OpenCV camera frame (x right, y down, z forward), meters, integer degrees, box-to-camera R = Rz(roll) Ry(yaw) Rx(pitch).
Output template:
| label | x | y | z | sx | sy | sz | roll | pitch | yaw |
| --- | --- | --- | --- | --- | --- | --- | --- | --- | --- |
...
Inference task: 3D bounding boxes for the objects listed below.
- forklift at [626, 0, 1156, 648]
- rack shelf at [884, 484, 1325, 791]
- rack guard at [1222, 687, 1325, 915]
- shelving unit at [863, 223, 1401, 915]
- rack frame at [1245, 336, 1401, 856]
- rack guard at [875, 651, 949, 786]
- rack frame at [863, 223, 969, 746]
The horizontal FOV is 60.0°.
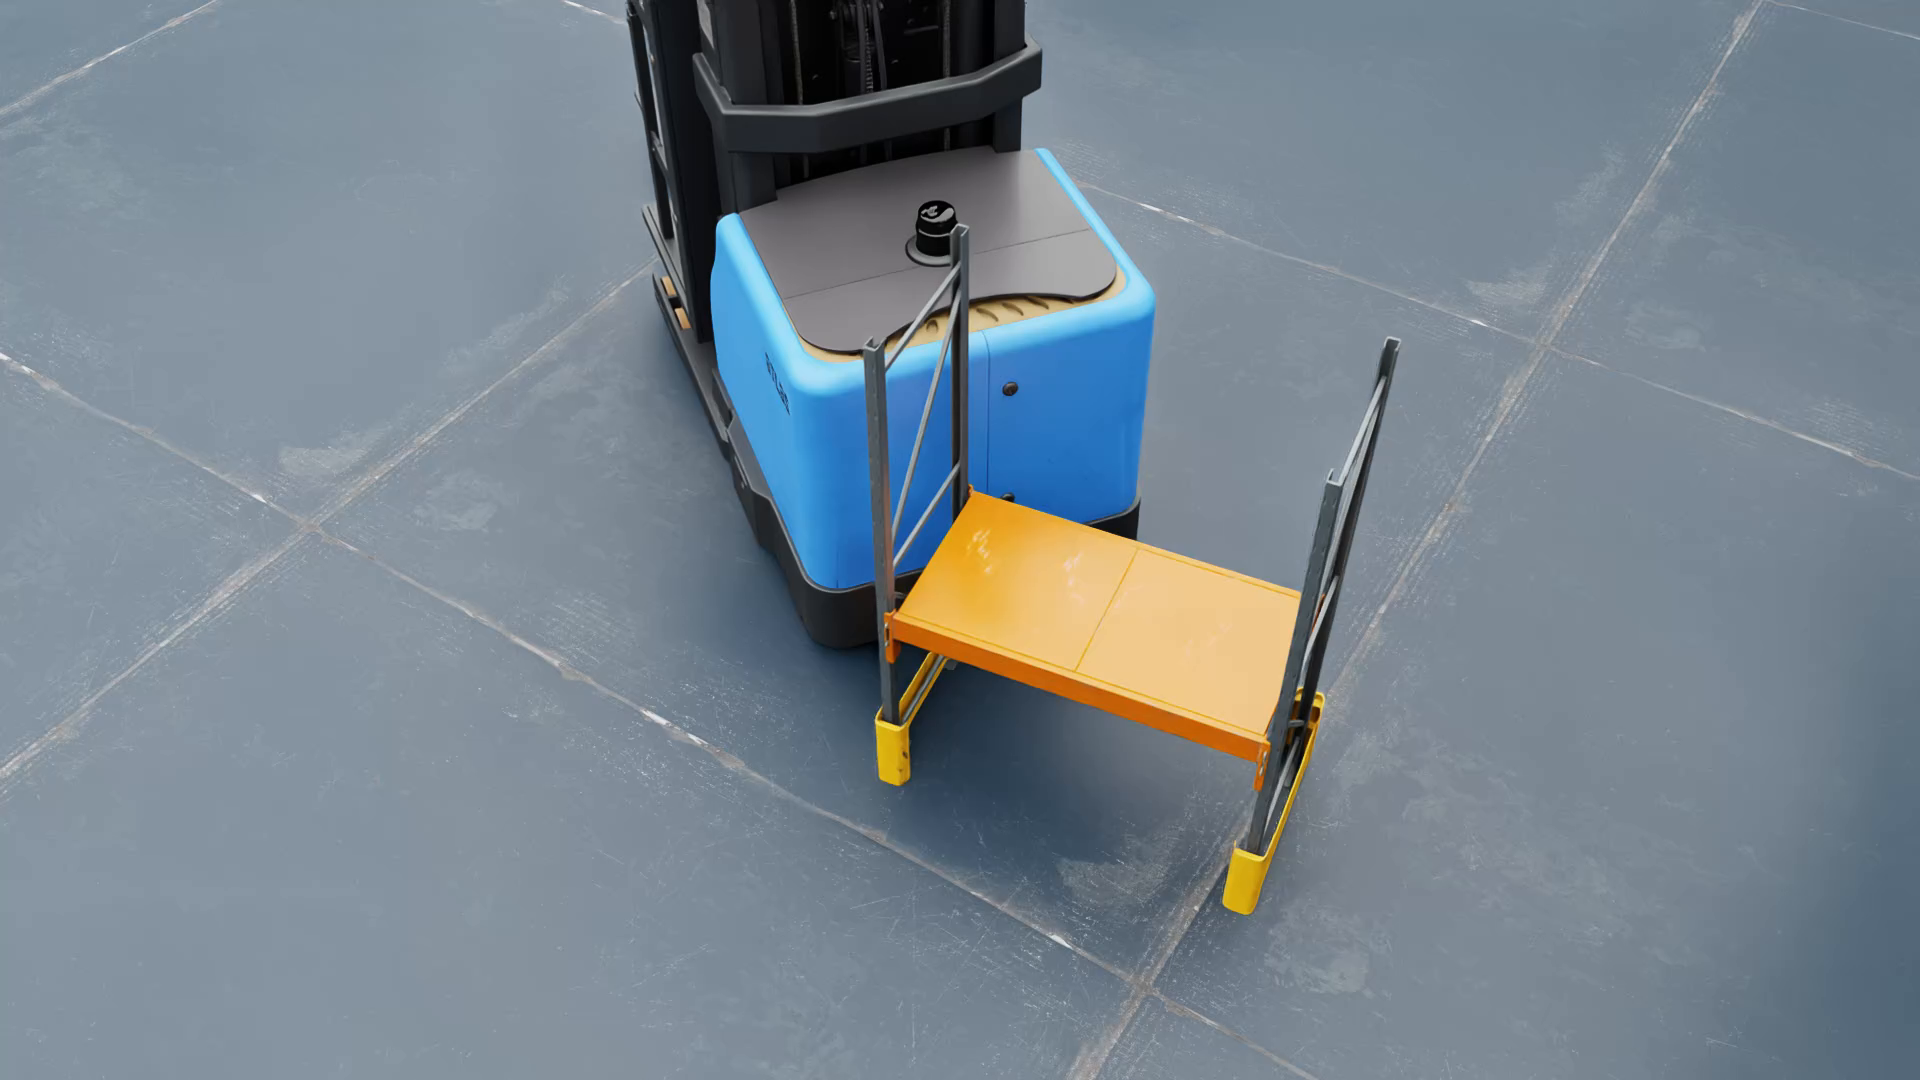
| label | x | y | z | sx | sy | sz | roll | pitch | yaw |
| --- | --- | --- | --- | --- | --- | --- | --- | --- | --- |
| forklift | -0.459 | -1.782 | 4.938 | 1.130 | 2.935 | 3.031 | -15 | 48 | -14 |
| rack shelf | 0.371 | 0.226 | 4.235 | 1.000 | 0.185 | 0.538 | 18 | 48 | 17 |
| rack guard | 0.834 | 0.685 | 4.410 | 0.087 | 0.250 | 0.587 | 18 | 48 | 17 |
| shelving unit | 0.379 | 0.104 | 4.104 | 1.083 | 1.500 | 0.587 | 18 | 48 | 17 |
| rack frame | 0.835 | 0.250 | 3.962 | 0.032 | 1.500 | 0.500 | 18 | 48 | 17 |
| rack guard | -0.075 | 0.393 | 4.693 | 0.087 | 0.250 | 0.587 | 18 | 48 | 17 |
| rack frame | -0.093 | -0.048 | 4.251 | 0.032 | 1.500 | 0.500 | 18 | 48 | 17 |
